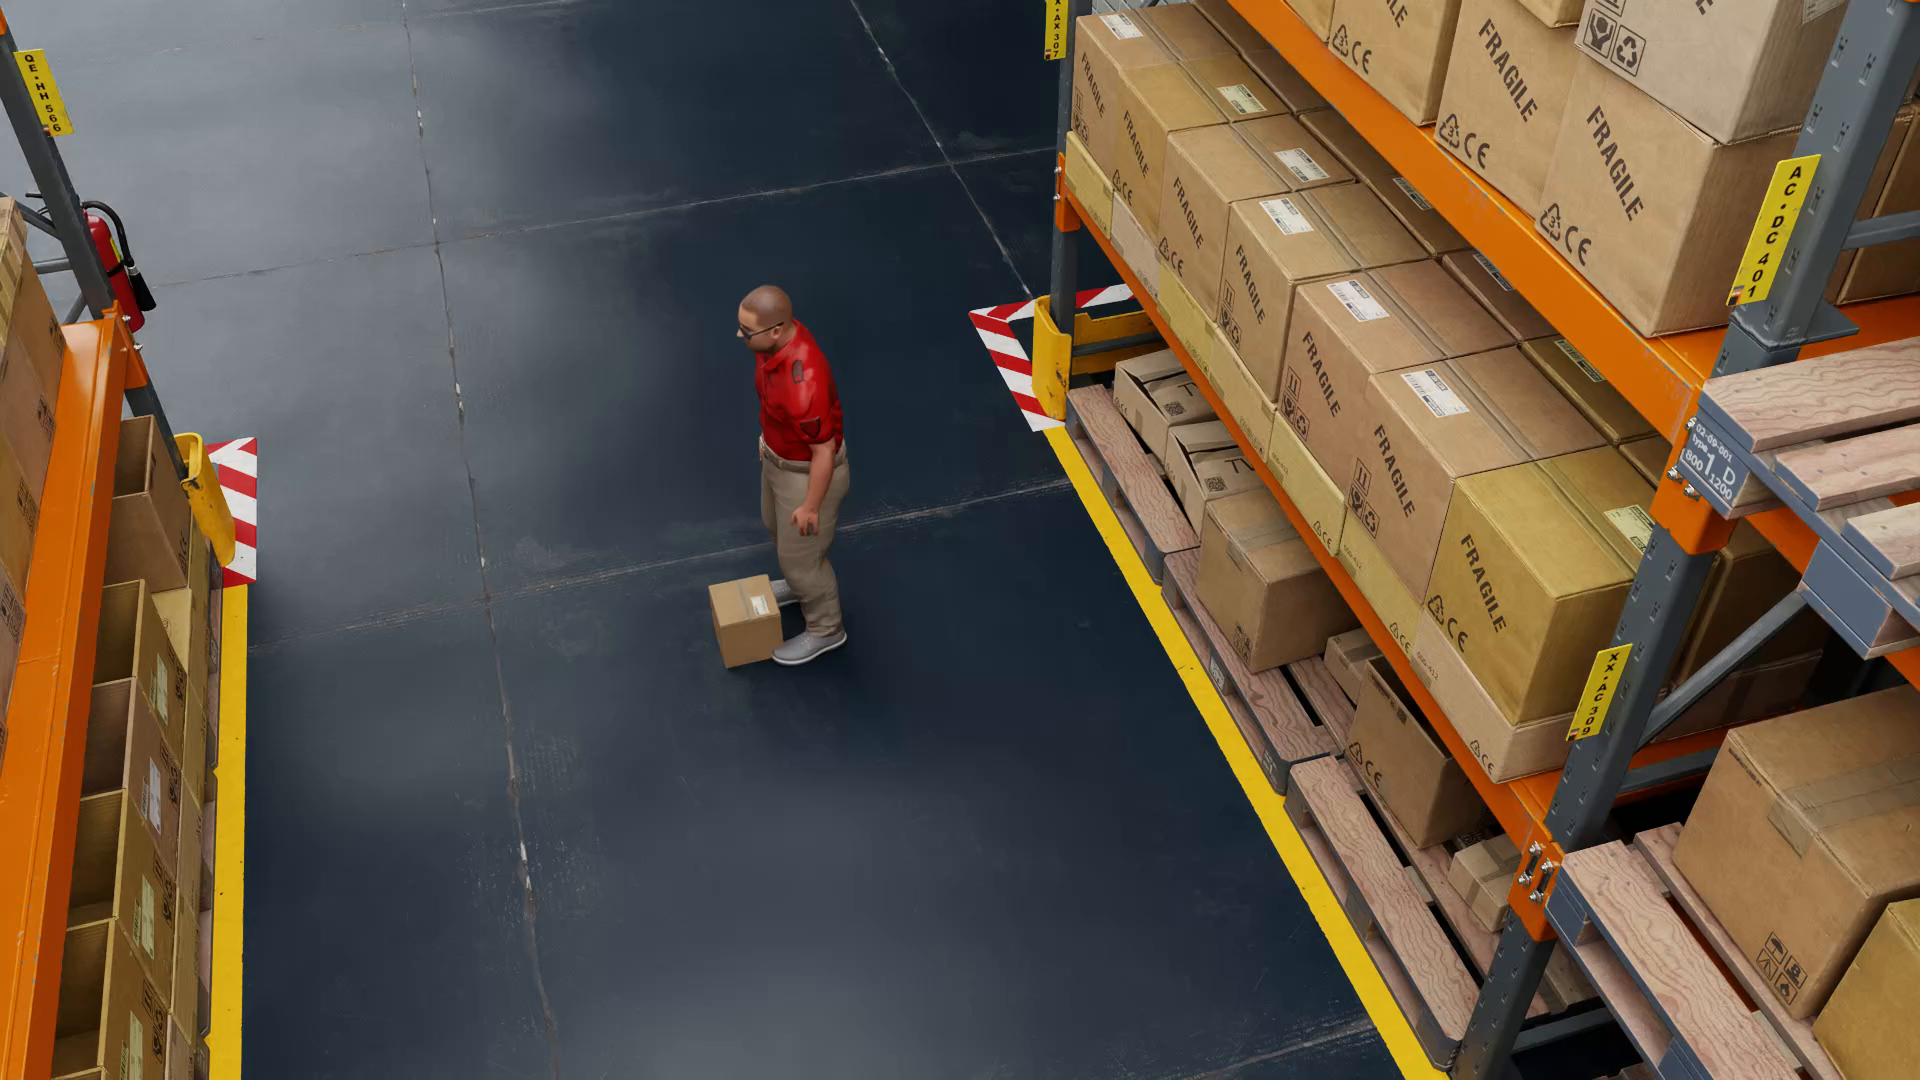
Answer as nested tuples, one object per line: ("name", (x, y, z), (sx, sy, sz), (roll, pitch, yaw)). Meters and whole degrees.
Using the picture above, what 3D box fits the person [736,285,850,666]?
("person", (-0.642, -0.270, 6.471), (0.391, 1.725, 0.584), (-13, 44, -14))
